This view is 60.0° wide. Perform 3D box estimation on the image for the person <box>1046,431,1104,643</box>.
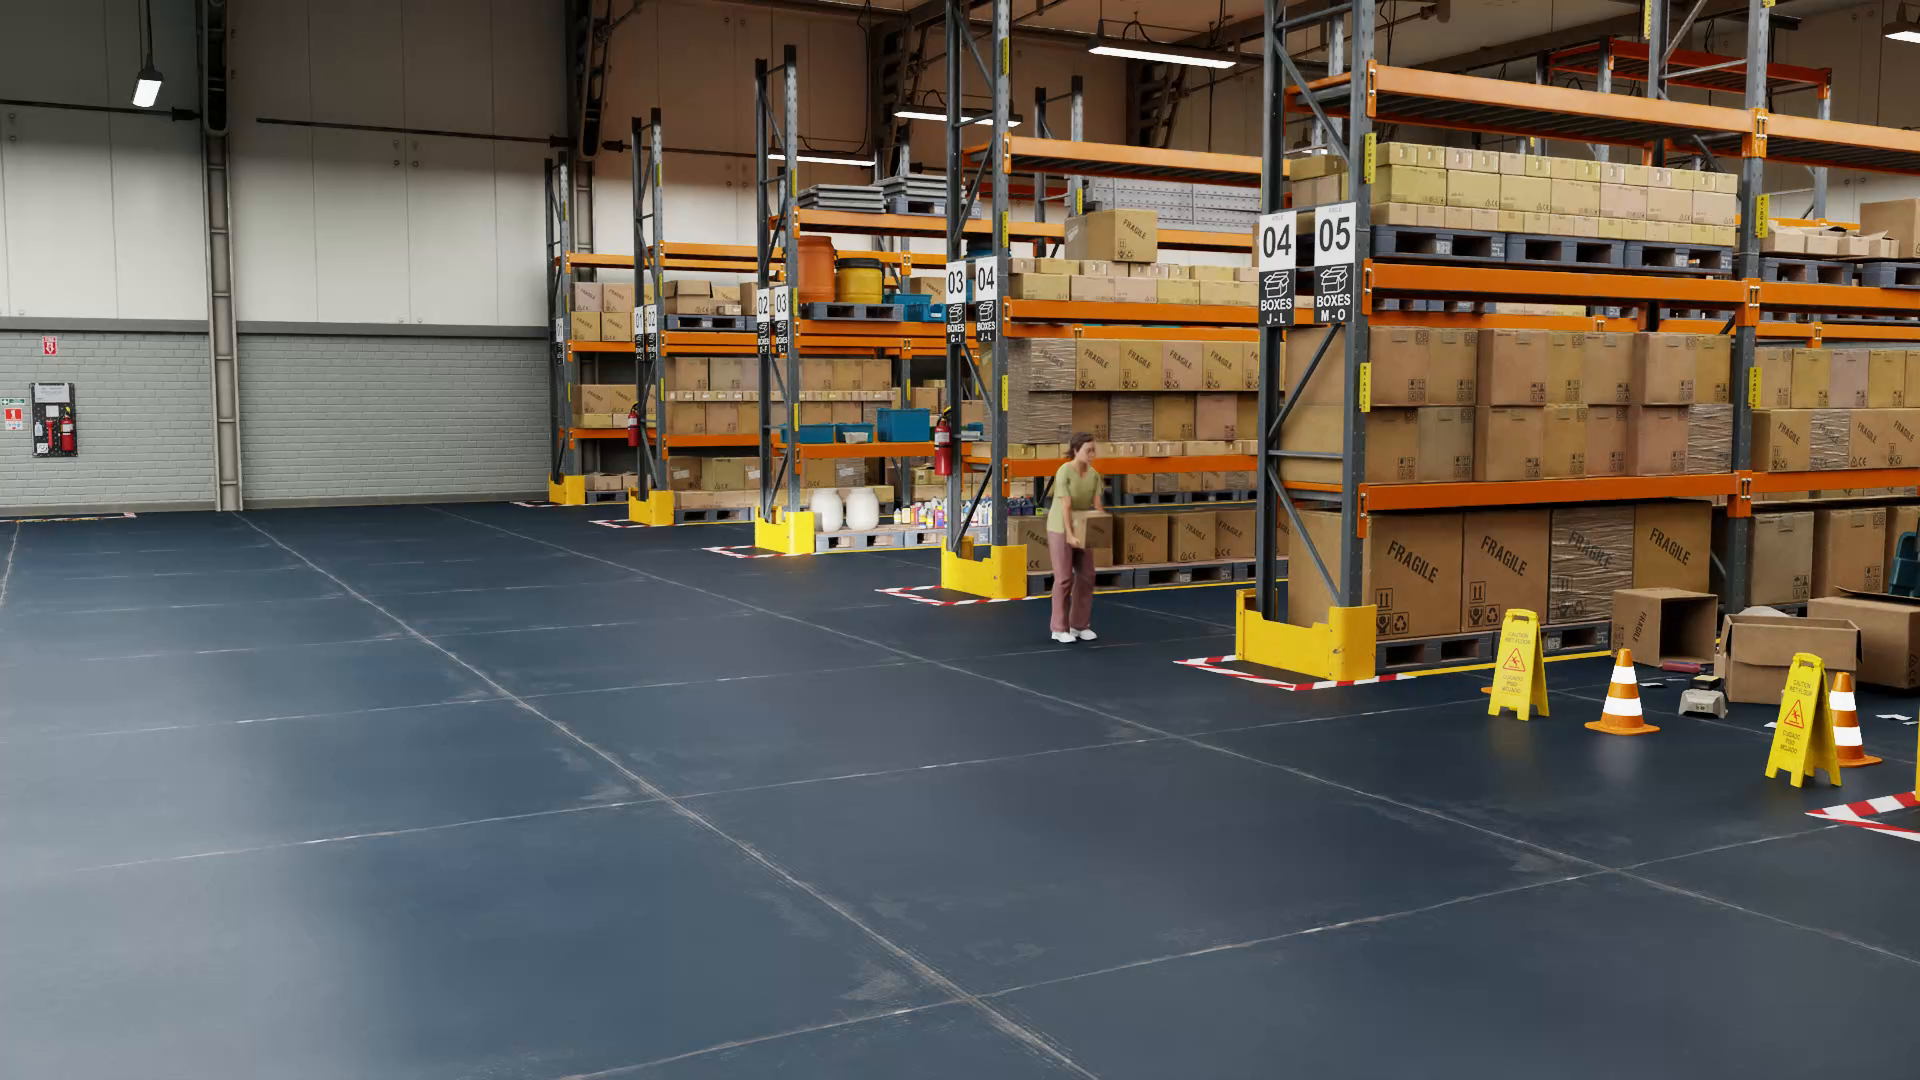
[{"bbox_3d":[0.919,-0.026,12.967,0.406,1.644,0.527,-3,6,-30],"label":"person"}]
